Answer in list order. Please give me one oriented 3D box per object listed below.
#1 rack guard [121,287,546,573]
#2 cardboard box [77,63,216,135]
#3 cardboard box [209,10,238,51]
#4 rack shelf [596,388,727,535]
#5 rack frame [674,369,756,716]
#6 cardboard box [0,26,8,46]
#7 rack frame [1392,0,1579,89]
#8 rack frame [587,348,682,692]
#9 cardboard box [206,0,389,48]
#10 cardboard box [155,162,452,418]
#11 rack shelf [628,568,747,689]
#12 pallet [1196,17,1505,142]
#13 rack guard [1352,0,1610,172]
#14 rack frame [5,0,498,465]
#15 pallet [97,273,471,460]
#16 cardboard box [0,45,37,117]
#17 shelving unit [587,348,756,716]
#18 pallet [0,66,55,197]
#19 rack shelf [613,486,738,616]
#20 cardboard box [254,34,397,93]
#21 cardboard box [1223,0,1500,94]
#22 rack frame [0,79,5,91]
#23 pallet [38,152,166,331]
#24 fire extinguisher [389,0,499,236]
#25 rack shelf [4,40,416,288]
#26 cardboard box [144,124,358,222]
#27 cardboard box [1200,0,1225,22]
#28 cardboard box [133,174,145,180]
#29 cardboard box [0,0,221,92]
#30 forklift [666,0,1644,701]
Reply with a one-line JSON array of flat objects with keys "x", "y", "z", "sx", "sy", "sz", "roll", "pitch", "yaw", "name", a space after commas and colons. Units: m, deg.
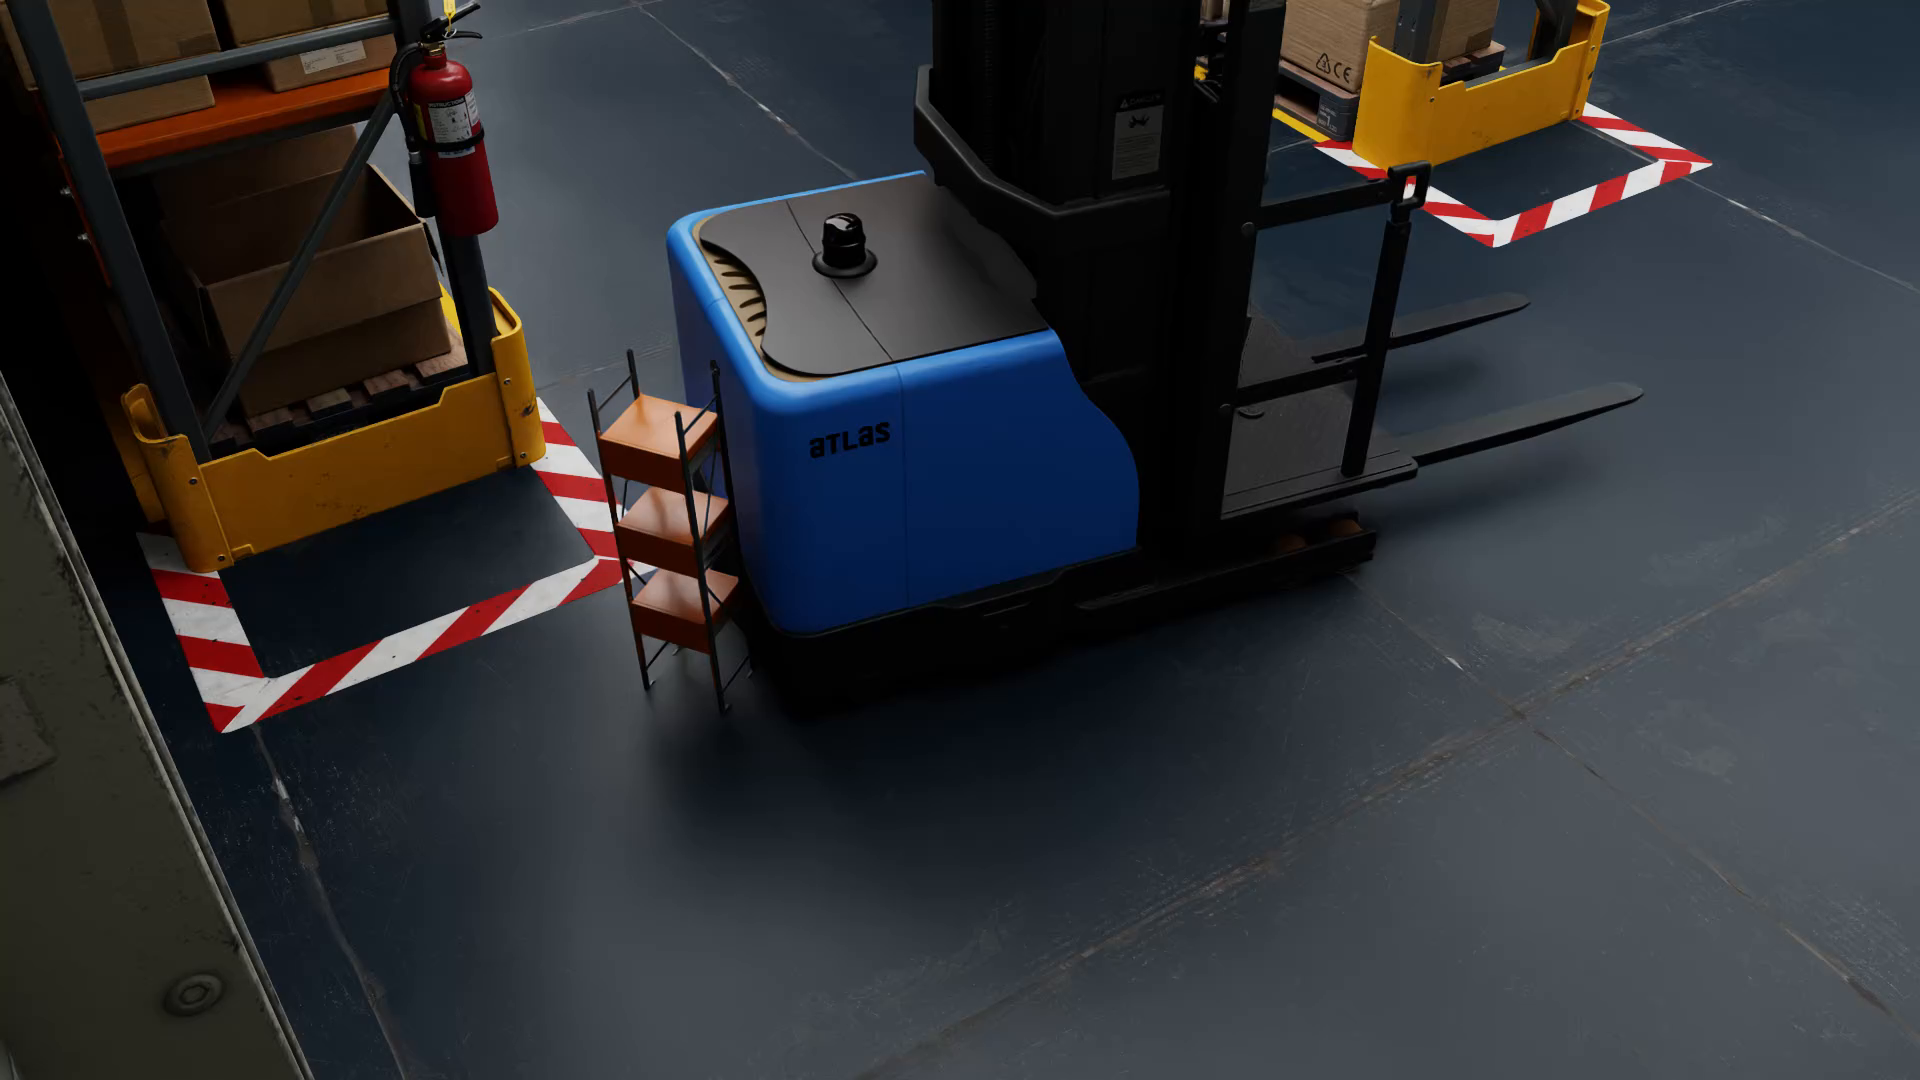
[{"x": -1.955, "y": -0.367, "z": 5.299, "sx": 1.175, "sy": 0.500, "sz": 0.348, "roll": -22, "pitch": 45, "yaw": -24, "name": "rack guard"}, {"x": -2.319, "y": -1.276, "z": 4.634, "sx": 0.380, "sy": 0.149, "sz": 0.250, "roll": -23, "pitch": 45, "yaw": -25, "name": "cardboard box"}, {"x": -2.036, "y": -1.583, "z": 5.002, "sx": 0.380, "sy": 0.149, "sz": 0.250, "roll": -21, "pitch": 44, "yaw": -23, "name": "cardboard box"}, {"x": -0.751, "y": -0.201, "z": 4.241, "sx": 0.240, "sy": 0.259, "sz": 0.215, "roll": 15, "pitch": 44, "yaw": 17, "name": "rack shelf"}, {"x": -0.635, "y": 0.035, "z": 4.384, "sx": 0.008, "sy": 1.050, "sz": 0.200, "roll": 15, "pitch": 44, "yaw": 17, "name": "rack frame"}, {"x": -2.803, "y": -1.670, "z": 5.107, "sx": 0.380, "sy": 0.149, "sz": 0.250, "roll": -22, "pitch": 45, "yaw": -24, "name": "cardboard box"}, {"x": 2.268, "y": -2.996, "z": 6.503, "sx": 1.000, "sy": 3.000, "sz": 0.127, "roll": -22, "pitch": 45, "yaw": -24, "name": "rack frame"}, {"x": -0.860, "y": -0.026, "z": 4.456, "sx": 0.008, "sy": 1.050, "sz": 0.200, "roll": 15, "pitch": 44, "yaw": 17, "name": "rack frame"}, {"x": -1.931, "y": -1.680, "z": 4.808, "sx": 0.500, "sy": 0.250, "sz": 0.500, "roll": -22, "pitch": 45, "yaw": -24, "name": "cardboard box"}, {"x": -2.164, "y": -0.851, "z": 5.550, "sx": 0.797, "sy": 0.503, "sz": 0.637, "roll": -24, "pitch": 45, "yaw": -26, "name": "cardboard box"}, {"x": -0.745, "y": 0.222, "z": 4.610, "sx": 0.240, "sy": 0.259, "sz": 0.215, "roll": 15, "pitch": 44, "yaw": 17, "name": "rack shelf"}, {"x": 1.773, "y": -2.330, "z": 7.881, "sx": 1.003, "sy": 0.211, "sz": 1.213, "roll": -22, "pitch": 45, "yaw": -24, "name": "pallet"}, {"x": 2.281, "y": -2.023, "z": 7.287, "sx": 1.175, "sy": 0.500, "sz": 0.348, "roll": -22, "pitch": 45, "yaw": -24, "name": "rack guard"}, {"x": -1.915, "y": -1.286, "z": 4.450, "sx": 1.000, "sy": 3.000, "sz": 0.127, "roll": -22, "pitch": 45, "yaw": -24, "name": "rack frame"}, {"x": -2.385, "y": -0.685, "z": 5.908, "sx": 1.003, "sy": 0.211, "sz": 1.213, "roll": -22, "pitch": 45, "yaw": -24, "name": "pallet"}, {"x": -3.909, "y": -2.135, "z": 7.242, "sx": 0.500, "sy": 0.311, "sz": 0.500, "roll": -21, "pitch": 44, "yaw": -23, "name": "cardboard box"}, {"x": -0.748, "y": 0.004, "z": 4.420, "sx": 0.252, "sy": 1.050, "sz": 0.215, "roll": 15, "pitch": 44, "yaw": 17, "name": "shelving unit"}, {"x": -3.697, "y": -2.002, "z": 7.488, "sx": 1.003, "sy": 0.211, "sz": 1.213, "roll": -22, "pitch": 45, "yaw": -24, "name": "pallet"}, {"x": -0.748, "y": 0.012, "z": 4.427, "sx": 0.240, "sy": 0.259, "sz": 0.215, "roll": 15, "pitch": 44, "yaw": 17, "name": "rack shelf"}, {"x": -1.860, "y": -1.461, "z": 4.857, "sx": 0.380, "sy": 0.149, "sz": 0.250, "roll": -23, "pitch": 45, "yaw": -25, "name": "cardboard box"}, {"x": 1.829, "y": -2.495, "z": 7.575, "sx": 0.875, "sy": 0.438, "sz": 0.875, "roll": -24, "pitch": 45, "yaw": -26, "name": "cardboard box"}, {"x": -4.065, "y": -3.445, "z": 7.041, "sx": 1.000, "sy": 3.000, "sz": 0.127, "roll": -22, "pitch": 45, "yaw": -24, "name": "rack frame"}, {"x": -3.037, "y": -1.343, "z": 6.697, "sx": 1.003, "sy": 0.211, "sz": 1.213, "roll": -22, "pitch": 45, "yaw": -24, "name": "pallet"}, {"x": -1.446, "y": -1.193, "z": 4.690, "sx": 0.296, "sy": 0.674, "sz": 0.183, "roll": -22, "pitch": 45, "yaw": -24, "name": "fire extinguisher"}, {"x": -2.990, "y": -2.089, "z": 5.976, "sx": 1.077, "sy": 0.370, "sz": 4.000, "roll": -22, "pitch": 45, "yaw": -24, "name": "rack shelf"}, {"x": -2.590, "y": -1.324, "z": 6.121, "sx": 0.700, "sy": 0.500, "sz": 0.500, "roll": -20, "pitch": 44, "yaw": -23, "name": "cardboard box"}, {"x": 1.330, "y": -2.986, "z": 8.164, "sx": 0.875, "sy": 0.438, "sz": 0.875, "roll": -21, "pitch": 44, "yaw": -23, "name": "cardboard box"}, {"x": -3.149, "y": -1.885, "z": 6.793, "sx": 0.700, "sy": 0.500, "sz": 0.500, "roll": -24, "pitch": 45, "yaw": -26, "name": "cardboard box"}, {"x": -2.386, "y": -1.499, "z": 4.591, "sx": 0.500, "sy": 0.250, "sz": 0.500, "roll": -21, "pitch": 44, "yaw": -23, "name": "cardboard box"}, {"x": 0.731, "y": -1.277, "z": 4.493, "sx": 3.031, "sy": 2.935, "sz": 1.130, "roll": -14, "pitch": 42, "yaw": -17, "name": "forklift"}]
